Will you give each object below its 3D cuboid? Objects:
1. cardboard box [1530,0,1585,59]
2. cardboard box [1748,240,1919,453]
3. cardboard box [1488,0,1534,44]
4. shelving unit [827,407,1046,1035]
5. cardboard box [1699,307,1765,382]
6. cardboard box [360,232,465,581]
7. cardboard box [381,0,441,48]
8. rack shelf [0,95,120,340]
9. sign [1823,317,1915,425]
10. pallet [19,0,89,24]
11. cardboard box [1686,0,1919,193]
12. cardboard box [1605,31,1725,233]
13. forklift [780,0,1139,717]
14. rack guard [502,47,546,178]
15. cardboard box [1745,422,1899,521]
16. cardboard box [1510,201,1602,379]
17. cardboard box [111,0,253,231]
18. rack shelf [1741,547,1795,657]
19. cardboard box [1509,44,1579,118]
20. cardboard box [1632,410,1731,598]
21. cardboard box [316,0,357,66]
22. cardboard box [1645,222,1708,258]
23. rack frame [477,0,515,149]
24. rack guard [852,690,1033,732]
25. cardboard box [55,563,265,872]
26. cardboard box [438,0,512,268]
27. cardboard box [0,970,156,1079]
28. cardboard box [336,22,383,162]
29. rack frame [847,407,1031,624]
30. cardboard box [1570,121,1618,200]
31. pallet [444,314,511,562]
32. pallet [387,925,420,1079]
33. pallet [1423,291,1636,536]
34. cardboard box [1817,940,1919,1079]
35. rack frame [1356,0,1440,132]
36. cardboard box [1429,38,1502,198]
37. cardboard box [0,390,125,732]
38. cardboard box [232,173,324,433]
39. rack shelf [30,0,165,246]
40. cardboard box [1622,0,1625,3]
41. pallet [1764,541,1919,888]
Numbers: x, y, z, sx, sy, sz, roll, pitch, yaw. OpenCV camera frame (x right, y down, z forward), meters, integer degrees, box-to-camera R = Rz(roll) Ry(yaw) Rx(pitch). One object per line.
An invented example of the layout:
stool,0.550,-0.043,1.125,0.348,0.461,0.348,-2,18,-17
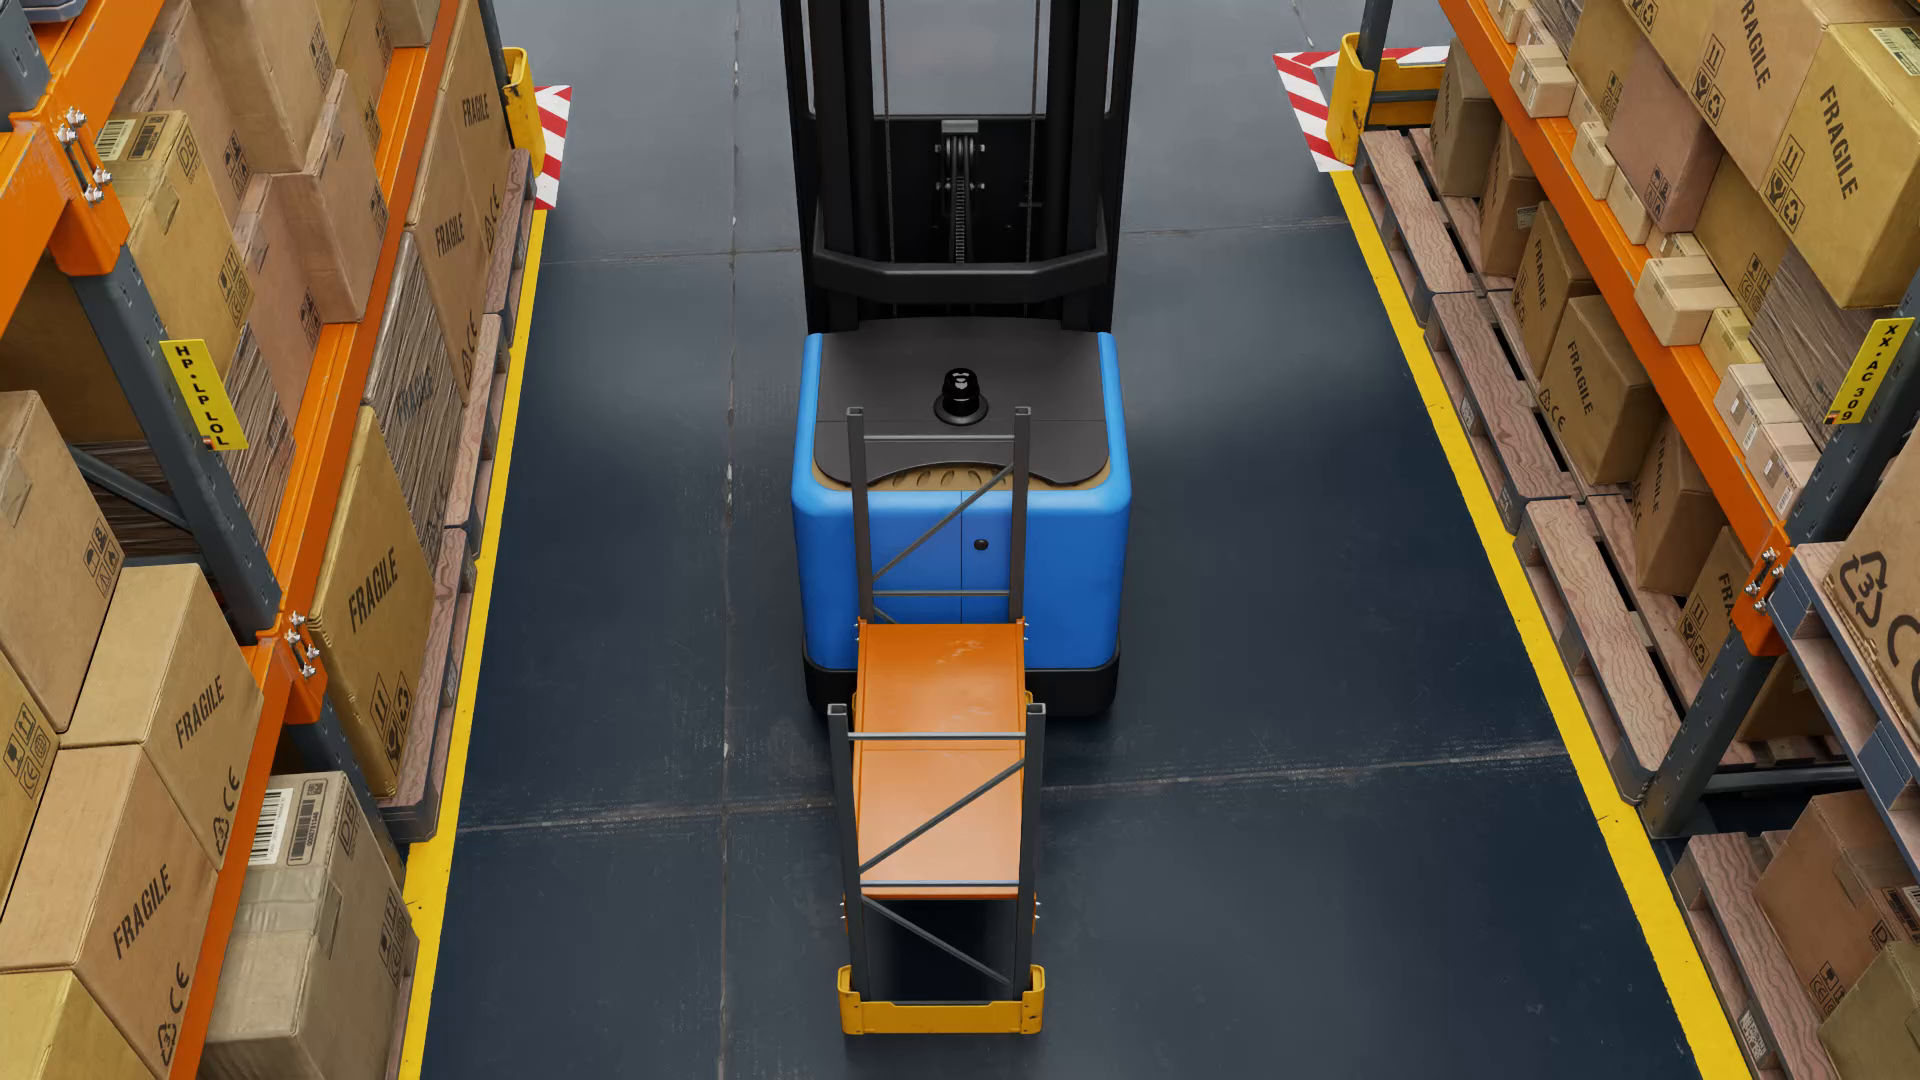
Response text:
cardboard box,2.552,-2.053,5.854,0.875,0.500,0.500,-3,47,-3
cardboard box,2.732,-0.606,4.484,0.875,0.500,0.500,-3,47,-3
cardboard box,2.222,-2.002,6.254,0.380,0.149,0.250,-3,47,-3
shelving unit,-0.055,0.541,4.705,0.587,1.500,1.083,0,47,0
cardboard box,2.424,-0.558,4.885,0.380,0.149,0.250,-3,47,-3
cardboard box,-2.306,-0.437,5.772,0.875,0.875,0.875,-3,47,-3
cardboard box,-2.434,-2.195,6.160,0.875,0.550,0.550,-3,47,-3
rack shelf,-2.076,0.751,1.902,1.077,0.370,4.000,-3,47,-3
sign,2.168,-0.399,3.966,0.100,0.325,0.005,-3,47,-3
pallet,-2.301,-1.505,3.605,1.003,0.211,1.213,-3,47,-3
cardboard box,2.353,-1.291,4.445,0.500,0.500,0.500,-3,47,-3
cardboard box,2.583,-1.326,5.166,0.875,0.500,0.500,-3,47,-3
forklift,-0.003,-1.465,5.618,1.130,2.935,3.031,0,47,0
rack guard,-2.580,-1.964,7.766,1.175,0.500,0.348,-3,47,-3
cardboard box,2.397,-0.192,4.538,0.380,0.149,0.250,-3,47,-3
cardboard box,2.526,-0.982,6.546,0.500,0.500,0.500,0,47,0
cardboard box,-2.402,-0.995,4.279,0.875,0.550,0.550,-3,47,-3
rack shelf,2.875,1.554,3.208,1.077,0.370,4.000,-3,47,-3
cardboard box,2.188,-1.636,5.907,0.380,0.149,0.250,-3,47,-3
cardboard box,2.659,-0.131,5.740,0.500,0.500,0.500,10,47,9
cardboard box,-2.362,-1.777,5.020,0.875,0.550,0.500,-3,47,-3
cardboard box,2.403,-0.921,5.229,0.380,0.149,0.250,-3,47,-3
rack frame,-2.578,-2.806,6.841,1.000,3.000,0.127,-3,47,-3
rack guard,-0.057,0.609,5.501,0.587,0.250,0.087,0,47,0
cardboard box,-1.933,0.415,3.722,0.500,0.500,0.500,-4,47,-4
cardboard box,-2.456,-1.733,7.000,0.875,0.875,0.875,-3,47,-3
cardboard box,-1.849,1.146,3.030,0.500,0.500,0.500,-3,47,-3
cardboard box,-2.427,-1.401,5.408,0.875,0.550,0.500,-3,47,-3
rack frame,-0.057,0.165,5.061,0.500,1.500,0.032,0,47,0
cardboard box,2.286,-1.278,5.567,0.380,0.149,0.250,-3,47,-3
pallet,-2.334,-0.393,6.477,1.003,0.211,1.213,-3,47,-3
pallet,-2.104,1.601,4.589,1.003,0.211,1.213,-3,47,-3
pallet,2.511,-0.550,6.625,1.003,0.211,1.213,-3,47,-3
cardboard box,2.759,1.360,4.315,0.700,0.500,0.500,-4,47,-4
rack frame,2.373,-3.034,7.058,1.000,3.000,0.127,-3,47,-3
cardboard box,2.408,-1.866,7.384,0.500,0.500,0.500,4,47,4
cardboard box,-2.196,0.069,3.361,0.700,0.500,0.500,-4,47,-4
cardboard box,-2.355,-0.626,4.674,0.875,0.550,0.550,-3,47,-3
rack shelf,-2.411,-2.143,4.643,1.077,0.370,4.000,-3,47,-3
cardboard box,2.273,-2.015,5.130,0.500,0.500,0.500,-3,47,-3
pallet,2.627,0.488,3.854,1.003,0.211,1.213,-3,47,-3
